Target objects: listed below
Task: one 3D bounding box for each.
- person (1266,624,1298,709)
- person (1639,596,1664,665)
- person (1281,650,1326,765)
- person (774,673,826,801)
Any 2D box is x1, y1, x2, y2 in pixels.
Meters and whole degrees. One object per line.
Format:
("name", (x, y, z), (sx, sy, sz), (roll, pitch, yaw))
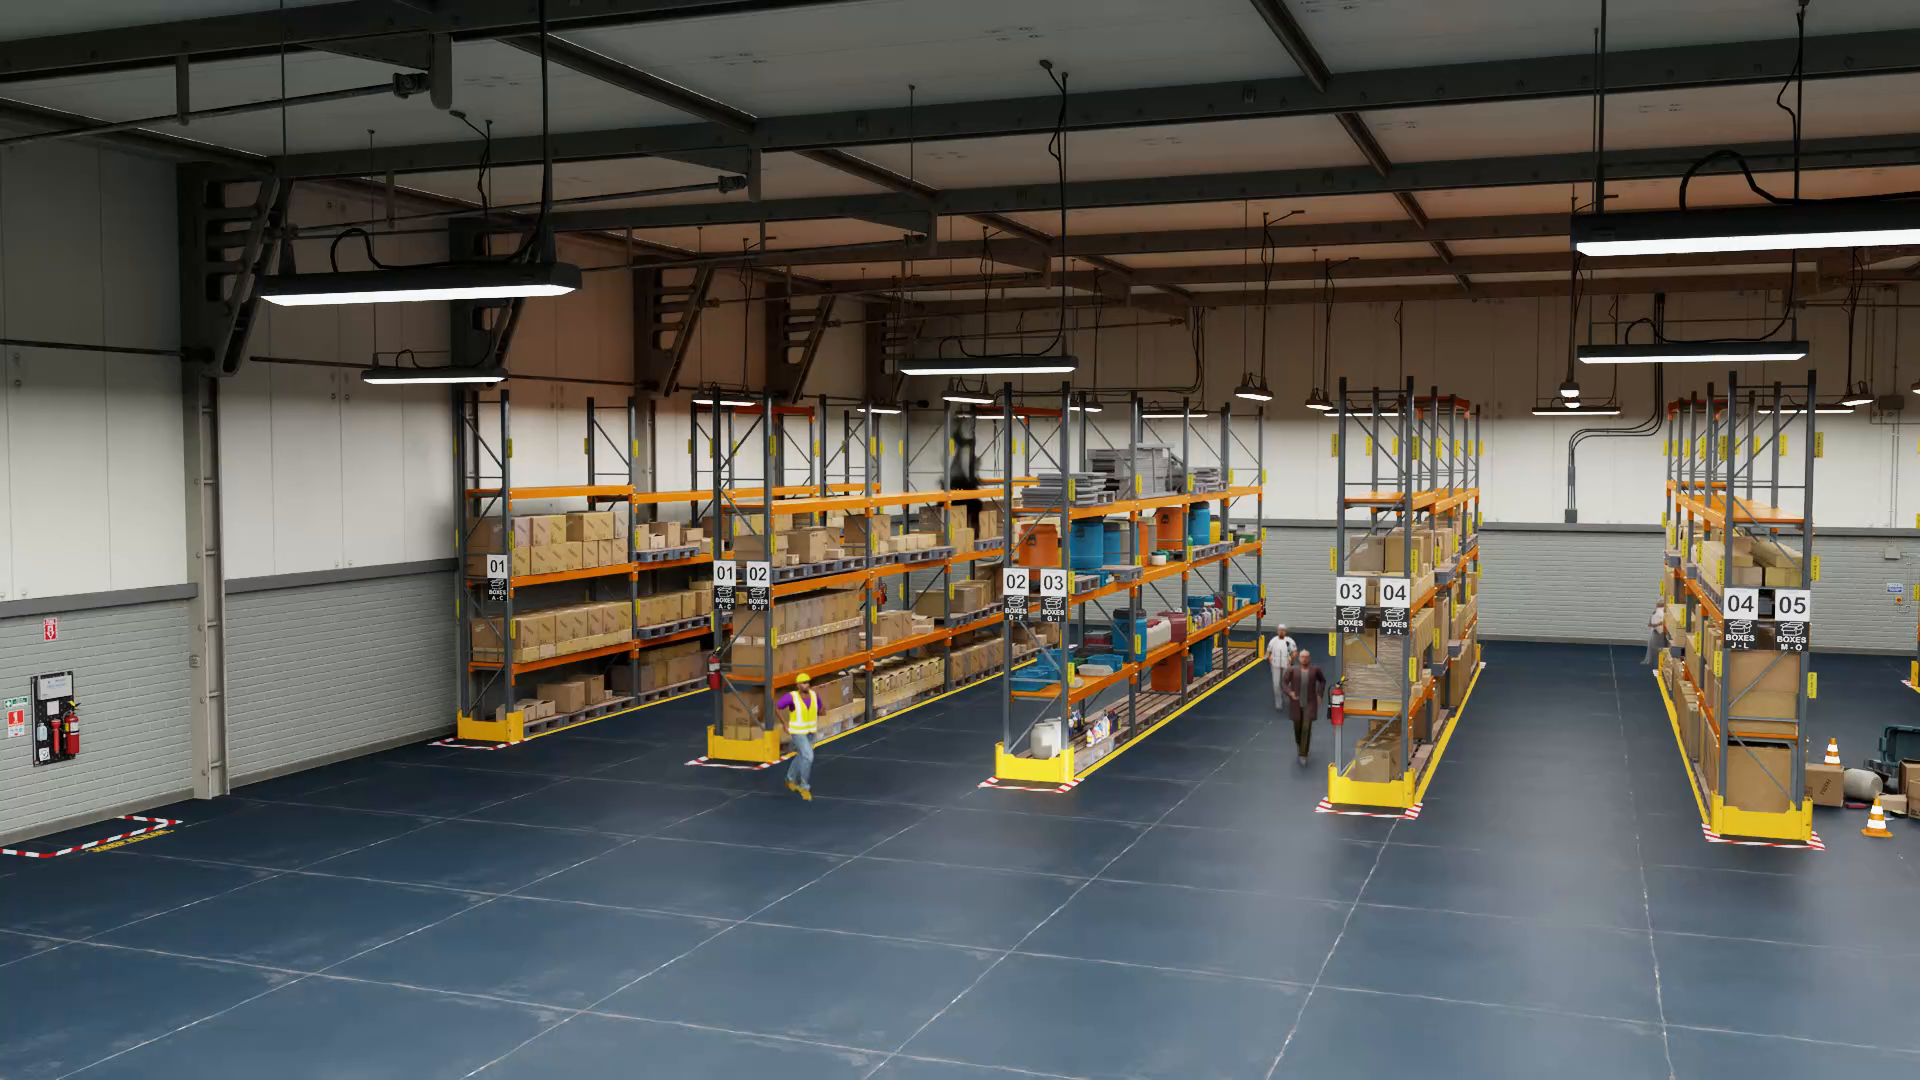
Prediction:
("person", (6.188, 2.436, 32.035), (0.605, 1.602, 0.578), (1, 3, 15))
("person", (15.882, 2.092, 37.990), (0.759, 1.648, 0.705), (2, 4, 31))
("person", (5.495, 2.652, 26.665), (0.703, 1.779, 0.959), (1, 3, 14))
("person", (-2.249, 2.818, 23.921), (0.661, 1.836, 0.771), (-3, 4, -45))
